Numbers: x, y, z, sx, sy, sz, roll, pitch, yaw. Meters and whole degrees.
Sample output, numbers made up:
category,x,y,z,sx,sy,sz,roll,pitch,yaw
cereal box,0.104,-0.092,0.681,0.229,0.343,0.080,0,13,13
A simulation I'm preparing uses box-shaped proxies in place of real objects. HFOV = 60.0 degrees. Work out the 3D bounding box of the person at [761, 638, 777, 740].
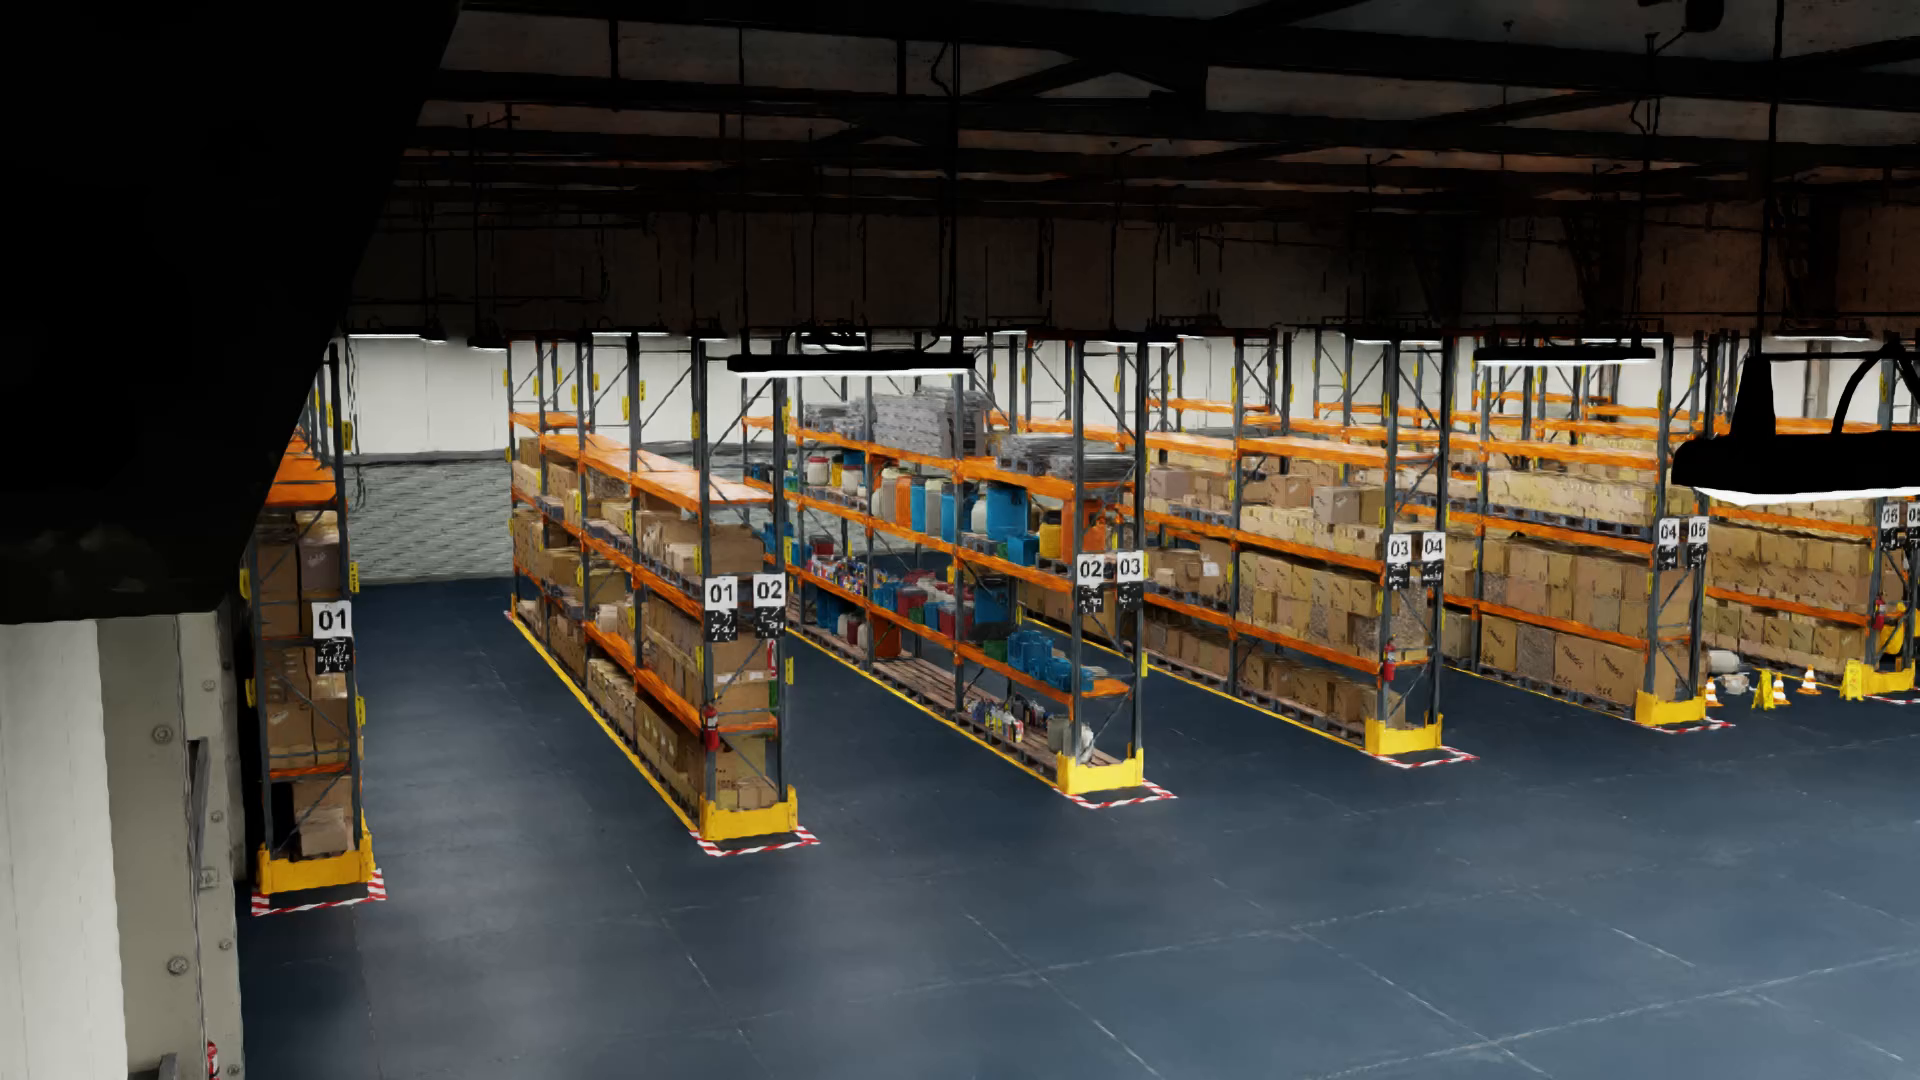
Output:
category,x,y,z,sx,sy,sz,roll,pitch,yaw
person,-2.843,2.060,24.820,0.606,1.792,0.442,6,10,36

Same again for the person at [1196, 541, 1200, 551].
category,x,y,z,sx,sy,sz,roll,pitch,yaw
person,6.065,-0.174,41.535,0.591,1.709,0.736,-2,8,-11
